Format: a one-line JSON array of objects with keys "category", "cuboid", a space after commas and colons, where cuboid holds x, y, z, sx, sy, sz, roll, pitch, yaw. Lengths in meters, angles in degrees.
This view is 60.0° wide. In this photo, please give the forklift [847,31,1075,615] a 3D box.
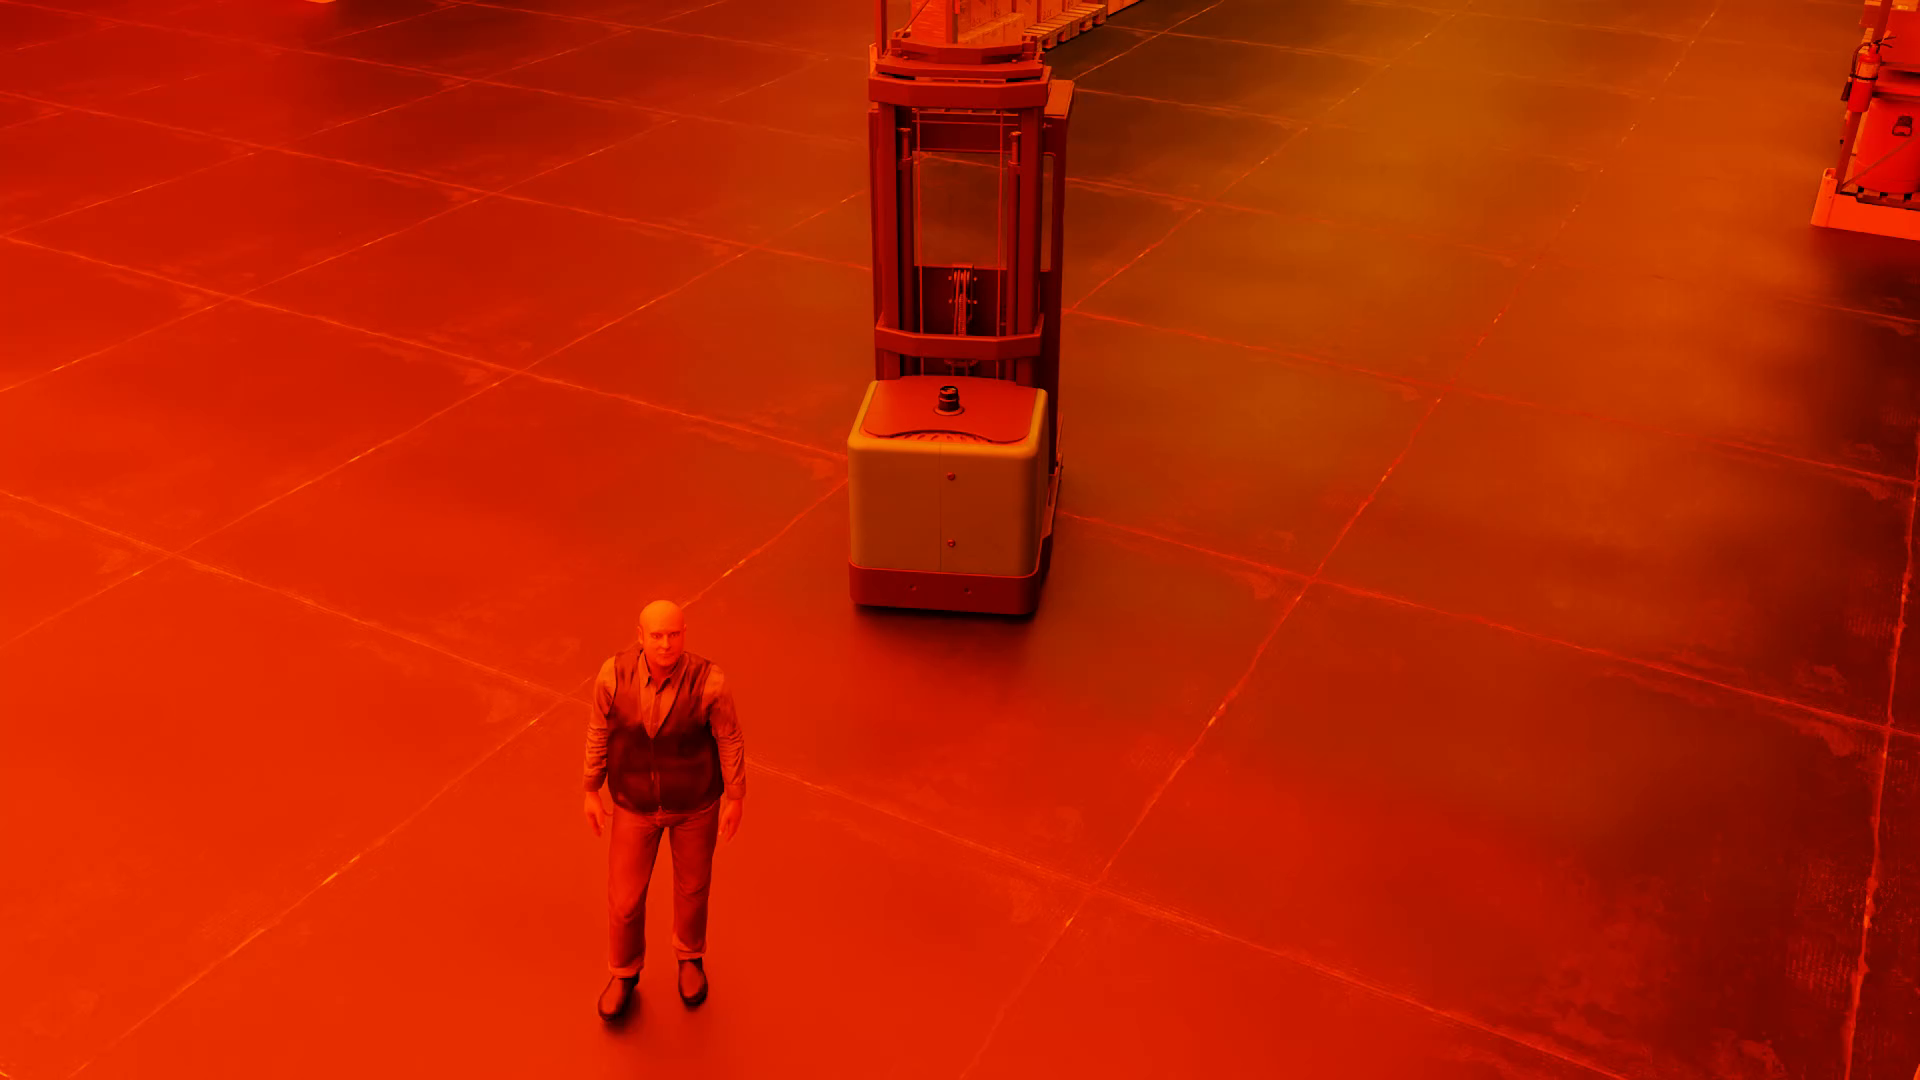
[{"category": "forklift", "cuboid": [0.072, -1.572, 9.794, 1.130, 2.935, 3.031, 3, 30, 6]}]

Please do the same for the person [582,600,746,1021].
[{"category": "person", "cuboid": [-1.146, 1.055, 6.441, 0.633, 1.717, 0.578, -1, 30, -2]}]
